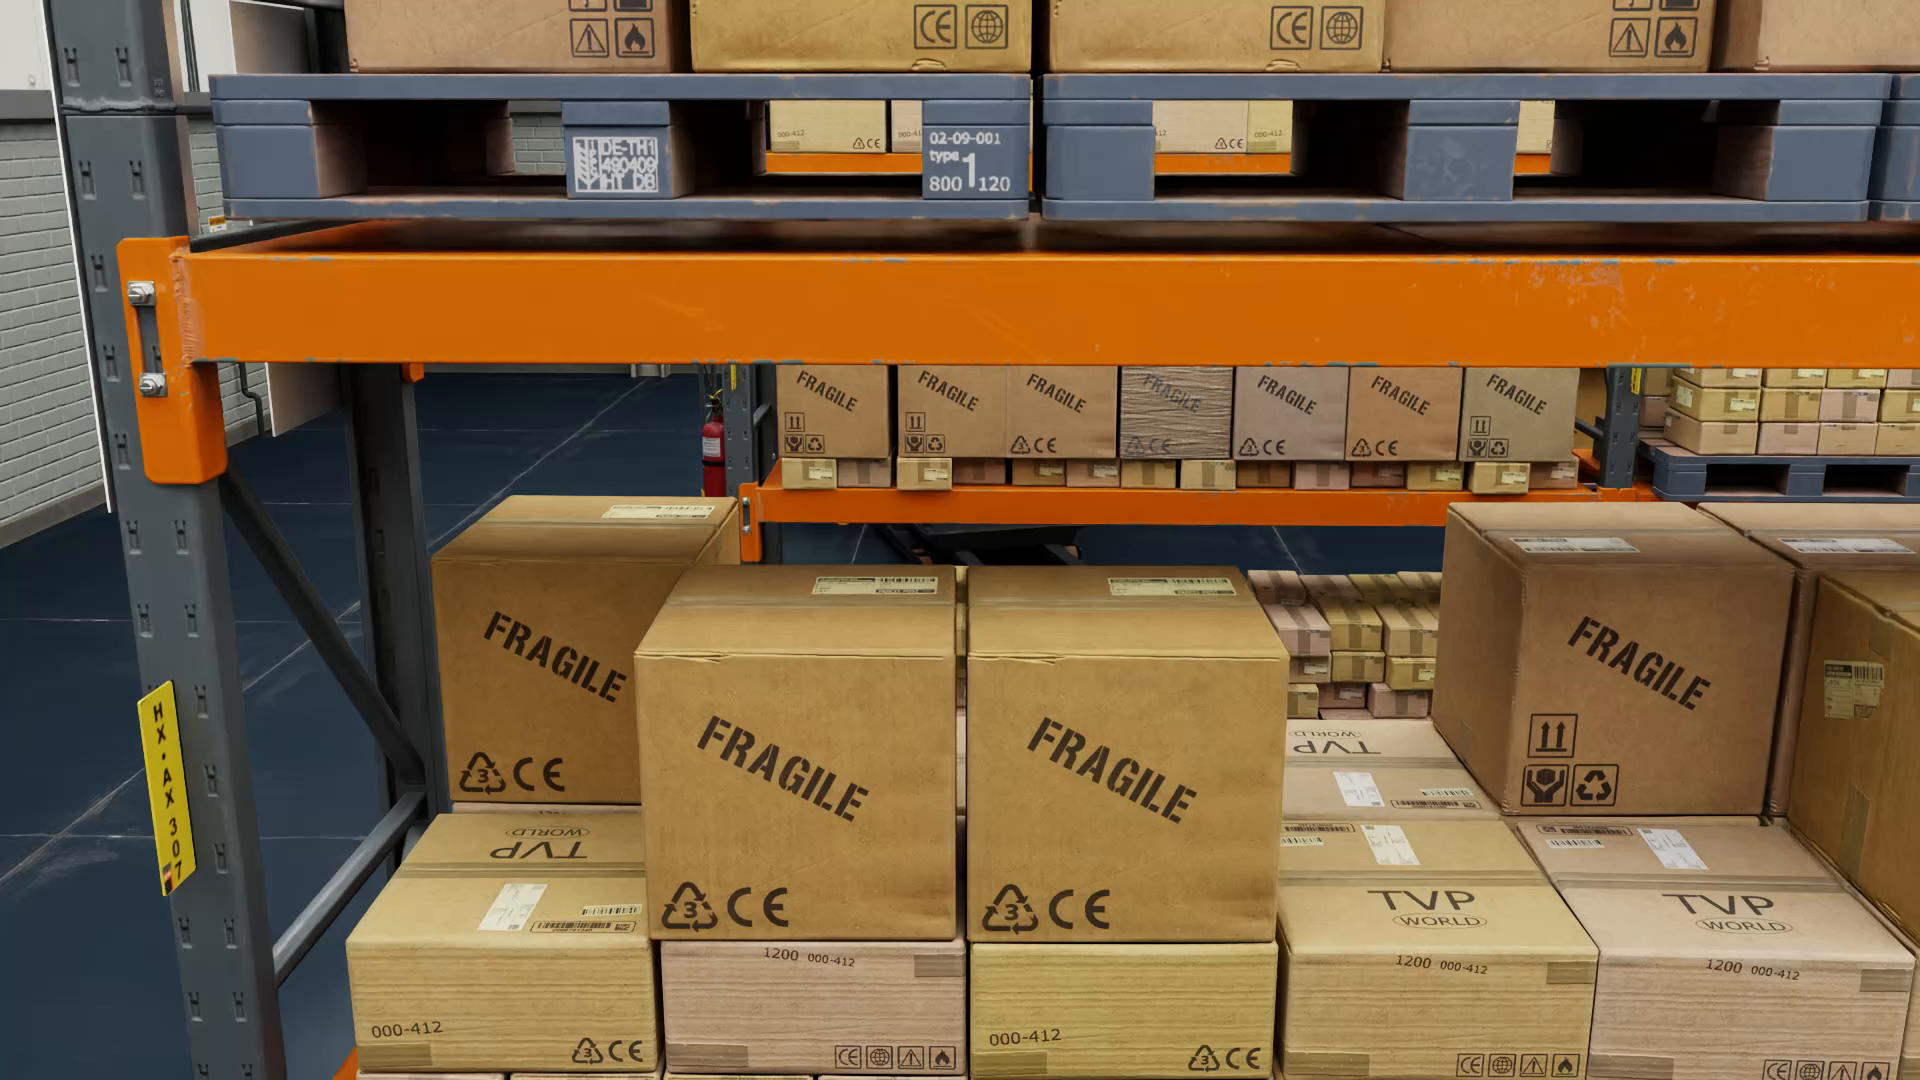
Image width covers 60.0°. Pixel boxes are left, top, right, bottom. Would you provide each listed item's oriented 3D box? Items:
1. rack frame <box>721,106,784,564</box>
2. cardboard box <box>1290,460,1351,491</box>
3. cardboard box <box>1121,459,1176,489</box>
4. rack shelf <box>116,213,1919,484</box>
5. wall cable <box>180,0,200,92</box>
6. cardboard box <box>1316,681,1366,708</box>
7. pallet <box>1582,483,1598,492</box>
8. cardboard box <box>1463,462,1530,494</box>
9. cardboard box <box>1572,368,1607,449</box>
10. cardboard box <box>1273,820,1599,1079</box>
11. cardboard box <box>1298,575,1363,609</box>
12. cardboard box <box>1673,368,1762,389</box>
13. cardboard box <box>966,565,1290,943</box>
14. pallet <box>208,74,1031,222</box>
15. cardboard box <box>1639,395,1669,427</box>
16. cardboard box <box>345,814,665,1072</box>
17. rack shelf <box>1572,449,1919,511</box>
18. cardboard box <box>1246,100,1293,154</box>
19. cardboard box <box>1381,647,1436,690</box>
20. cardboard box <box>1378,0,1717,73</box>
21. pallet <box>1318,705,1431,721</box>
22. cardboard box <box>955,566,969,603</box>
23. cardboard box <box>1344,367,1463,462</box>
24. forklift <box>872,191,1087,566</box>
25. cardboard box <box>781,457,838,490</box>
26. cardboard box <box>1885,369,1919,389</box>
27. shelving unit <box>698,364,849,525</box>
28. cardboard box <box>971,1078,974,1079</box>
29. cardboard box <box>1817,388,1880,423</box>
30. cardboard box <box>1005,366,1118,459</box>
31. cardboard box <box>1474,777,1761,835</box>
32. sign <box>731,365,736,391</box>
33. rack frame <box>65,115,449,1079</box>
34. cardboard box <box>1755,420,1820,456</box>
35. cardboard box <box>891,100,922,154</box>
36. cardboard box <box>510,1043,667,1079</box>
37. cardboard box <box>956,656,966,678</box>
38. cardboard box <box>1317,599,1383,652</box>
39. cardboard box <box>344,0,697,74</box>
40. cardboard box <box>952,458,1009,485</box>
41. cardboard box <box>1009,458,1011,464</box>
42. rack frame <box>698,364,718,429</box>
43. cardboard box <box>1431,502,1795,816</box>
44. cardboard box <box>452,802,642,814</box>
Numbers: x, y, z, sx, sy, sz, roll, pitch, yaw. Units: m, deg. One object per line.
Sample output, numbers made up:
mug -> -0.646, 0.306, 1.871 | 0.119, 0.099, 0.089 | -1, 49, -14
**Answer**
rack frame -> -1.002, -0.557, 8.071 | 0.127, 3.000, 1.000 | 0, 15, 1
cardboard box -> 1.650, -0.345, 7.758 | 0.250, 0.149, 0.380 | 0, 15, -1
cardboard box -> 0.874, -0.353, 7.789 | 0.250, 0.149, 0.380 | 1, 15, 3
rack shelf -> 0.770, -0.382, 2.939 | 4.000, 0.370, 1.077 | 0, 15, 1
wall cable -> -6.539, -5.606, 15.375 | 0.133, 3.039, 2.988 | 0, 15, 1
cardboard box -> 1.812, 0.688, 8.118 | 0.250, 0.149, 0.380 | 0, 15, 0
pallet -> 5.018, -0.453, 13.141 | 1.213, 0.211, 1.003 | 0, 15, 1
cardboard box -> 2.445, -0.325, 7.686 | 0.250, 0.149, 0.380 | 0, 15, 0
cardboard box -> 4.547, -0.982, 13.024 | 0.875, 0.875, 0.875 | 1, 15, 3
cardboard box -> 0.787, 0.716, 2.957 | 0.500, 0.250, 0.500 | 0, 15, 0
cardboard box -> 1.869, 0.300, 8.422 | 0.250, 0.149, 0.380 | 0, 15, 0
cardboard box -> 3.379, -0.780, 7.420 | 0.250, 0.149, 0.380 | 1, 15, 4
cardboard box -> 0.261, 0.351, 2.872 | 0.500, 0.500, 0.500 | 0, 15, 0
pallet -> -0.488, -0.698, 2.899 | 1.213, 0.211, 1.003 | 0, 15, 1
cardboard box -> 3.399, -0.660, 8.132 | 0.250, 0.149, 0.380 | 0, 15, 0
cardboard box -> -0.757, 0.708, 2.987 | 0.500, 0.250, 0.500 | 0, 15, 0
rack shelf -> 4.996, -0.170, 8.014 | 4.000, 0.370, 1.077 | 0, 15, 1
cardboard box -> 1.493, -1.852, 7.395 | 0.500, 0.250, 0.500 | 0, 15, 1
cardboard box -> 2.135, 0.584, 7.929 | 0.250, 0.149, 0.380 | 0, 15, -1
cardboard box -> 0.929, -1.051, 2.847 | 0.500, 0.500, 0.700 | 1, 15, 4
pallet -> 2.325, 0.822, 8.310 | 1.213, 0.211, 1.003 | 0, 15, 1
cardboard box -> 0.046, 0.255, 8.592 | 0.250, 0.149, 0.380 | 0, 15, 0
cardboard box -> 1.987, -0.658, 7.674 | 0.500, 0.500, 0.500 | 0, 15, 0
forklift -> 0.175, -1.259, 10.867 | 1.130, 2.935, 3.031 | -4, 15, -15
cardboard box -> -0.686, -0.350, 7.778 | 0.250, 0.149, 0.380 | 0, 15, 1
cardboard box -> 4.163, -0.775, 7.402 | 0.250, 0.149, 0.380 | 0, 15, 1
shelving unit -> -1.354, -0.921, 12.293 | 1.083, 1.500, 0.587 | 1, 20, 3
cardboard box -> 0.144, 0.921, 2.960 | 0.250, 0.149, 0.380 | 0, 15, 0
cardboard box -> 3.896, -0.634, 7.448 | 0.250, 0.149, 0.380 | 1, 15, 3
cardboard box -> 0.465, -0.672, 7.729 | 0.500, 0.500, 0.500 | 1, 15, 2
cardboard box -> 1.291, 0.586, 3.451 | 0.500, 0.250, 0.500 | 1, 15, 3
sign -> -1.016, -0.837, 7.436 | 0.005, 0.325, 0.100 | 0, 15, 1
rack frame -> -1.230, 0.707, 3.279 | 0.127, 3.000, 1.000 | 0, 15, 1
cardboard box -> 3.656, -0.492, 7.495 | 0.250, 0.149, 0.380 | 1, 15, 2
cardboard box -> -0.033, -1.862, 7.432 | 0.500, 0.250, 0.500 | 1, 15, 3
cardboard box -> -0.627, 0.917, 2.978 | 0.250, 0.149, 0.380 | 0, 15, 1
cardboard box -> 0.035, 0.539, 8.100 | 0.250, 0.149, 0.380 | 1, 15, 2
cardboard box -> 1.872, 0.408, 8.012 | 0.250, 0.149, 0.380 | 1, 15, 3
cardboard box -> -0.708, -1.053, 2.856 | 0.500, 0.500, 0.700 | -1, 15, -2
cardboard box -> 0.099, -0.376, 7.879 | 0.250, 0.149, 0.380 | 1, 15, 4
cardboard box -> 0.348, -0.491, 8.315 | 0.250, 0.149, 0.380 | 0, 15, -1
rack frame -> -1.853, -0.927, 12.316 | 0.032, 1.500, 0.500 | 1, 20, 3
cardboard box -> 1.284, 0.224, 3.353 | 0.500, 0.500, 0.500 | 0, 15, 0
cardboard box -> -0.738, 0.571, 3.505 | 0.500, 0.250, 0.500 | 0, 15, 1
